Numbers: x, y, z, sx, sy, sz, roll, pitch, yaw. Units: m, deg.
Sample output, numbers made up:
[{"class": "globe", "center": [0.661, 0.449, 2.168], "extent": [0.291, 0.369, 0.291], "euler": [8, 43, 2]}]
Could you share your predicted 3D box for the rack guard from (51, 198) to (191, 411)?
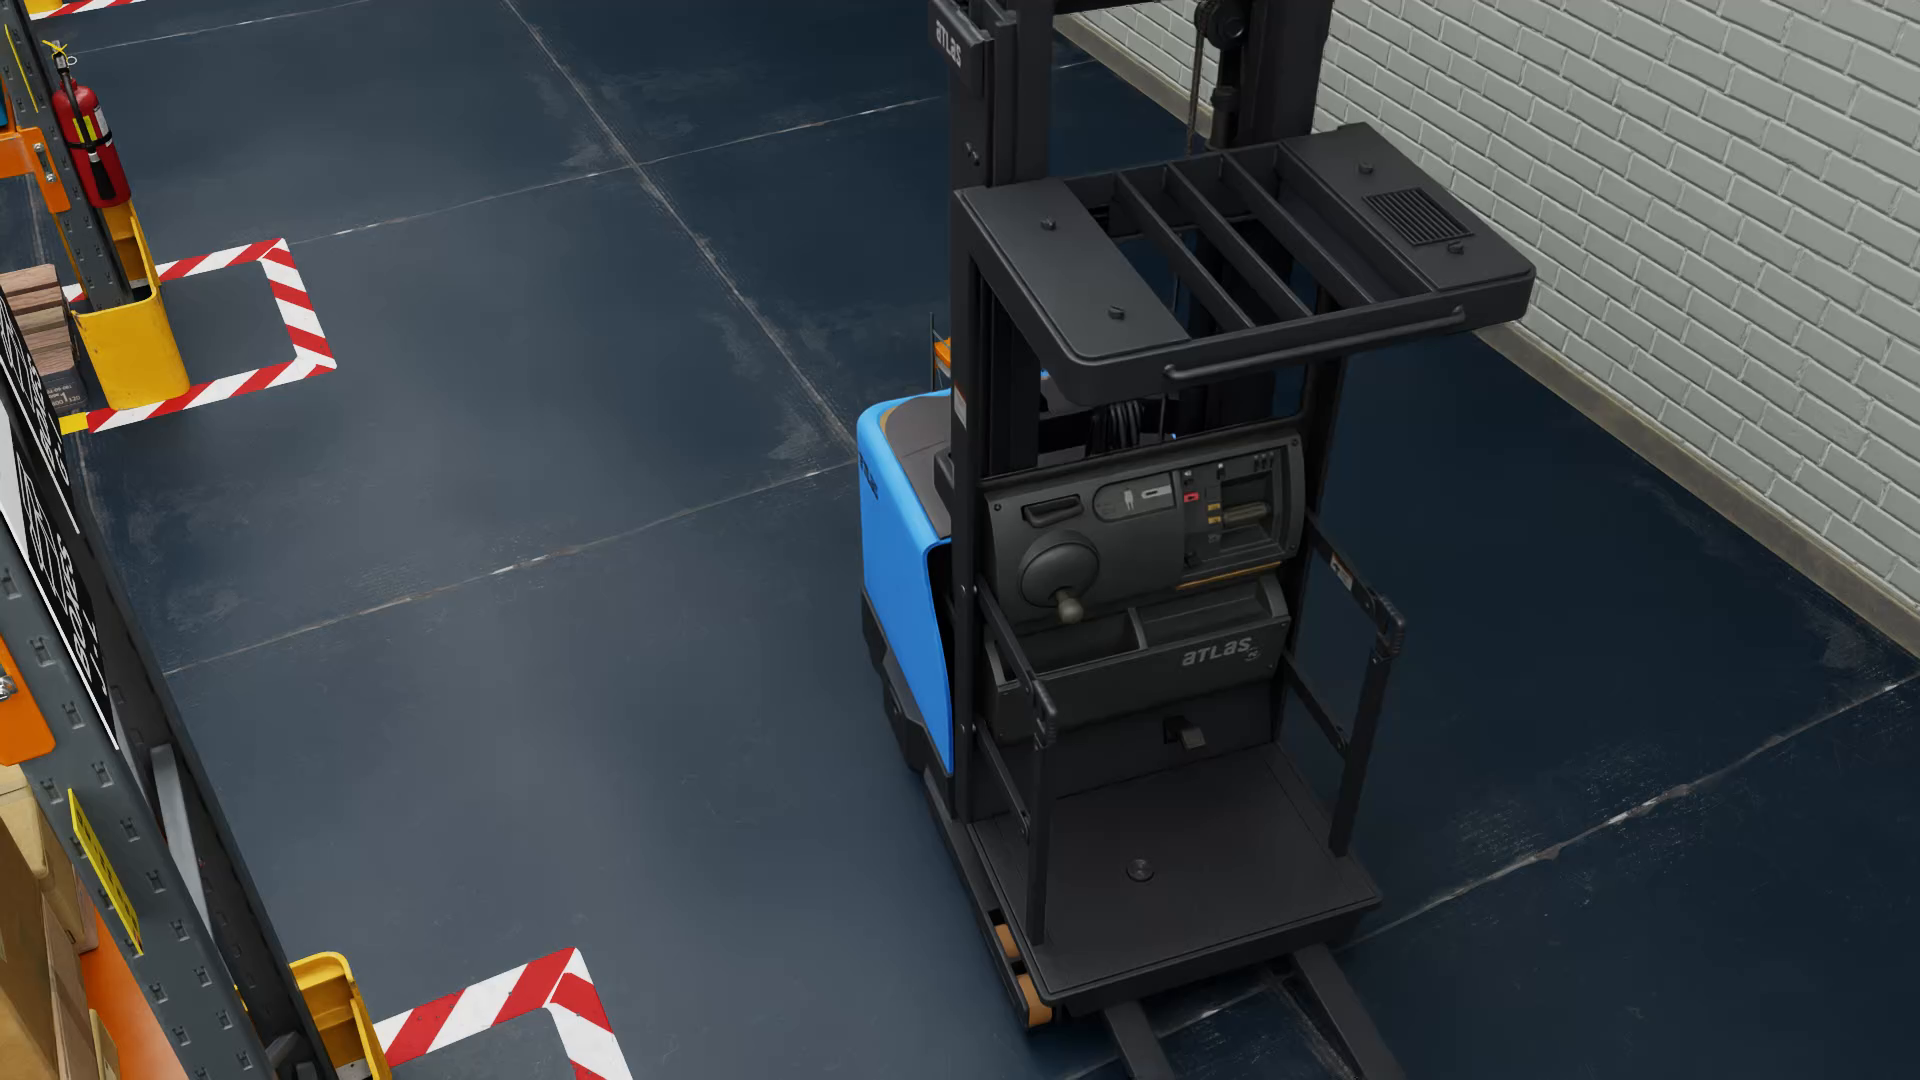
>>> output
[{"class": "rack guard", "center": [-3.900, -1.139, 7.708], "extent": [0.348, 0.500, 1.175], "euler": [-19, 44, -21]}]

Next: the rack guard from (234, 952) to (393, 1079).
[{"class": "rack guard", "center": [-1.607, 1.707, 4.347], "extent": [0.348, 0.500, 1.175], "euler": [-19, 44, -21]}]

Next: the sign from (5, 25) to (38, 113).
[{"class": "sign", "center": [-3.647, -1.830, 6.464], "extent": [0.005, 0.325, 0.100], "euler": [-19, 44, -21]}]

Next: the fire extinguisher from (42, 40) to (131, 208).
[{"class": "fire extinguisher", "center": [-3.572, -1.691, 6.775], "extent": [0.183, 0.674, 0.296], "euler": [-19, 44, -21]}]

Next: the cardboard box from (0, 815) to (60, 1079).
[{"class": "cardboard box", "center": [-1.939, 0.713, 2.891], "extent": [0.500, 0.500, 0.500], "euler": [-18, 43, -20]}]

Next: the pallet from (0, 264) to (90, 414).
[{"class": "pallet", "center": [-4.665, -0.790, 7.520], "extent": [1.213, 0.211, 1.003], "euler": [-19, 44, -21]}]

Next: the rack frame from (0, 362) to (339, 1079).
[{"class": "rack frame", "center": [-1.626, 0.762, 3.528], "extent": [0.053, 2.616, 0.949], "euler": [-19, 44, -21]}]

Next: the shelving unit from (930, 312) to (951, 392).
[{"class": "shelving unit", "center": [0.047, -0.417, 6.430], "extent": [0.252, 1.050, 0.215], "euler": [-19, 44, -21]}]

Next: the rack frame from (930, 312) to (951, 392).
[{"class": "rack frame", "center": [-0.061, -0.380, 6.387], "extent": [0.008, 1.050, 0.200], "euler": [-19, 44, -21]}]

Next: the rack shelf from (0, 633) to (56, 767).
[{"class": "rack shelf", "center": [-3.402, 0.486, 2.089], "extent": [4.000, 0.370, 1.077], "euler": [-19, 44, -21]}]

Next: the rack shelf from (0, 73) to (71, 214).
[{"class": "rack shelf", "center": [-5.690, -1.207, 6.411], "extent": [4.000, 0.370, 1.077], "euler": [-19, 44, -21]}]

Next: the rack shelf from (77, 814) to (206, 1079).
[{"class": "rack shelf", "center": [-3.402, 1.631, 3.058], "extent": [4.000, 0.370, 1.077], "euler": [-19, 44, -21]}]

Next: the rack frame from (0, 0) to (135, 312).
[{"class": "rack frame", "center": [-3.916, -2.078, 6.884], "extent": [0.127, 3.000, 1.000], "euler": [-19, 44, -21]}]

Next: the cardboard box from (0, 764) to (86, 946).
[{"class": "cardboard box", "center": [-2.178, 0.692, 3.496], "extent": [0.500, 0.250, 0.500], "euler": [-20, 44, -22]}]

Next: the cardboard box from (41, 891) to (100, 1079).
[{"class": "cardboard box", "center": [-1.935, 1.000, 3.132], "extent": [0.500, 0.250, 0.500], "euler": [-19, 44, -21]}]

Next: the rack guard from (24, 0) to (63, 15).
[{"class": "rack guard", "center": [-6.268, -3.941, 11.019], "extent": [0.348, 0.500, 1.175], "euler": [-19, 44, -21]}]

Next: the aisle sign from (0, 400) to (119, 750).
[{"class": "aisle sign", "center": [-1.425, -0.082, 2.513], "extent": [0.004, 0.787, 0.394], "euler": [-19, 44, -21]}]

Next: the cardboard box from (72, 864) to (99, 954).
[{"class": "cardboard box", "center": [-2.095, 0.773, 3.710], "extent": [0.250, 0.149, 0.380], "euler": [-18, 43, -20]}]

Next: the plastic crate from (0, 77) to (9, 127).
[{"class": "plastic crate", "center": [-4.126, -1.908, 6.608], "extent": [0.499, 0.435, 0.616], "euler": [-19, 44, -21]}]

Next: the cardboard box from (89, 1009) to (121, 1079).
[{"class": "cardboard box", "center": [-1.792, 1.151, 3.263], "extent": [0.250, 0.149, 0.380], "euler": [-18, 43, -20]}]

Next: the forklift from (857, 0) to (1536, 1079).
[{"class": "forklift", "center": [0.596, 0.045, 4.428], "extent": [1.130, 2.935, 3.031], "euler": [-13, 42, -14]}]

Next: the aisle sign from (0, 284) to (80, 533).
[{"class": "aisle sign", "center": [-1.703, -0.426, 2.919], "extent": [0.004, 0.787, 0.394], "euler": [-19, 44, -21]}]

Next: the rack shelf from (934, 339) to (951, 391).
[{"class": "rack shelf", "center": [0.047, -0.625, 6.253], "extent": [0.240, 0.259, 0.215], "euler": [-19, 44, -21]}]

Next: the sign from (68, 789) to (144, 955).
[{"class": "sign", "center": [-1.390, 0.543, 2.708], "extent": [0.005, 0.325, 0.100], "euler": [-19, 44, -21]}]
